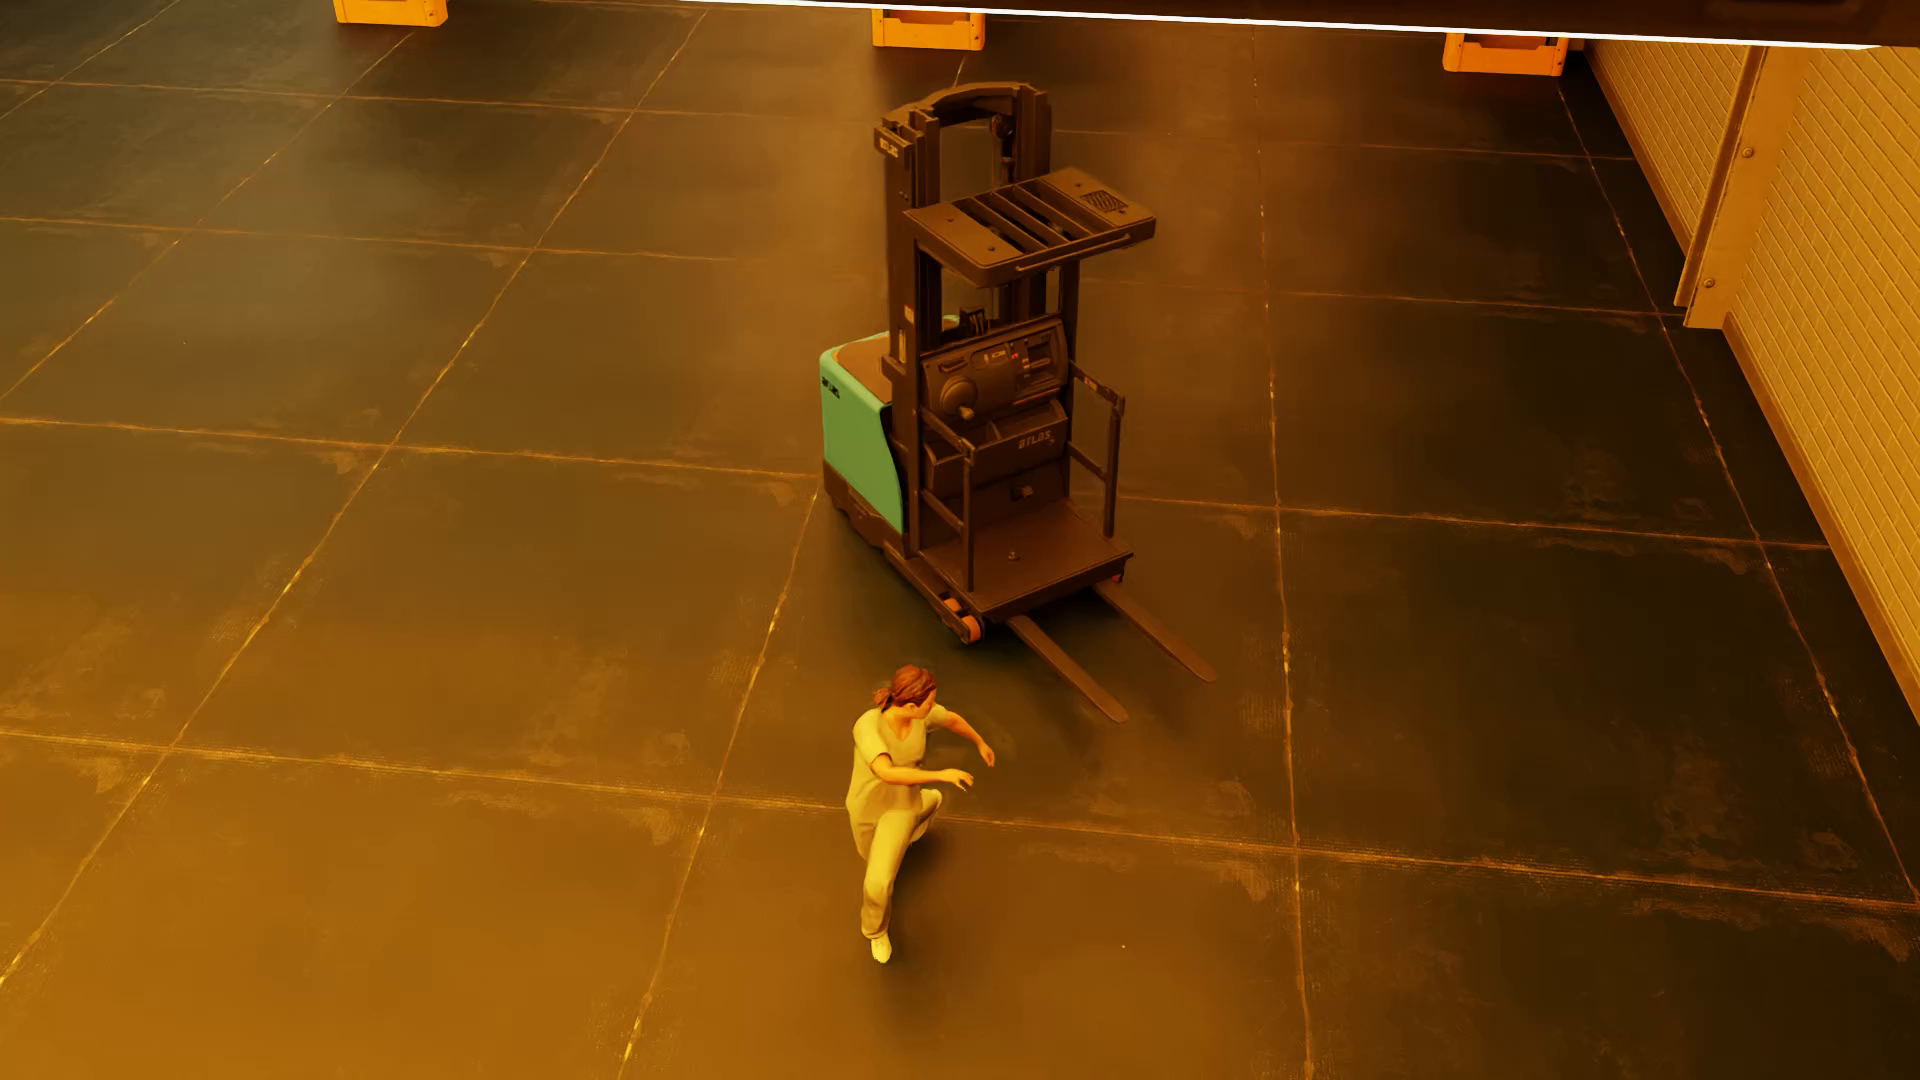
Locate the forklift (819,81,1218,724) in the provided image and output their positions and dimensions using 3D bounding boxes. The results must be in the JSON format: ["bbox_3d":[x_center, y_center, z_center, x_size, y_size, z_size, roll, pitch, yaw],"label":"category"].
[{"bbox_3d":[0.323,-0.894,9.242,1.130,2.935,3.031,-21,41,-25],"label":"forklift"}]

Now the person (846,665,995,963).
[{"bbox_3d":[-0.192,1.175,7.765,0.684,1.441,0.947,2,36,3],"label":"person"}]
